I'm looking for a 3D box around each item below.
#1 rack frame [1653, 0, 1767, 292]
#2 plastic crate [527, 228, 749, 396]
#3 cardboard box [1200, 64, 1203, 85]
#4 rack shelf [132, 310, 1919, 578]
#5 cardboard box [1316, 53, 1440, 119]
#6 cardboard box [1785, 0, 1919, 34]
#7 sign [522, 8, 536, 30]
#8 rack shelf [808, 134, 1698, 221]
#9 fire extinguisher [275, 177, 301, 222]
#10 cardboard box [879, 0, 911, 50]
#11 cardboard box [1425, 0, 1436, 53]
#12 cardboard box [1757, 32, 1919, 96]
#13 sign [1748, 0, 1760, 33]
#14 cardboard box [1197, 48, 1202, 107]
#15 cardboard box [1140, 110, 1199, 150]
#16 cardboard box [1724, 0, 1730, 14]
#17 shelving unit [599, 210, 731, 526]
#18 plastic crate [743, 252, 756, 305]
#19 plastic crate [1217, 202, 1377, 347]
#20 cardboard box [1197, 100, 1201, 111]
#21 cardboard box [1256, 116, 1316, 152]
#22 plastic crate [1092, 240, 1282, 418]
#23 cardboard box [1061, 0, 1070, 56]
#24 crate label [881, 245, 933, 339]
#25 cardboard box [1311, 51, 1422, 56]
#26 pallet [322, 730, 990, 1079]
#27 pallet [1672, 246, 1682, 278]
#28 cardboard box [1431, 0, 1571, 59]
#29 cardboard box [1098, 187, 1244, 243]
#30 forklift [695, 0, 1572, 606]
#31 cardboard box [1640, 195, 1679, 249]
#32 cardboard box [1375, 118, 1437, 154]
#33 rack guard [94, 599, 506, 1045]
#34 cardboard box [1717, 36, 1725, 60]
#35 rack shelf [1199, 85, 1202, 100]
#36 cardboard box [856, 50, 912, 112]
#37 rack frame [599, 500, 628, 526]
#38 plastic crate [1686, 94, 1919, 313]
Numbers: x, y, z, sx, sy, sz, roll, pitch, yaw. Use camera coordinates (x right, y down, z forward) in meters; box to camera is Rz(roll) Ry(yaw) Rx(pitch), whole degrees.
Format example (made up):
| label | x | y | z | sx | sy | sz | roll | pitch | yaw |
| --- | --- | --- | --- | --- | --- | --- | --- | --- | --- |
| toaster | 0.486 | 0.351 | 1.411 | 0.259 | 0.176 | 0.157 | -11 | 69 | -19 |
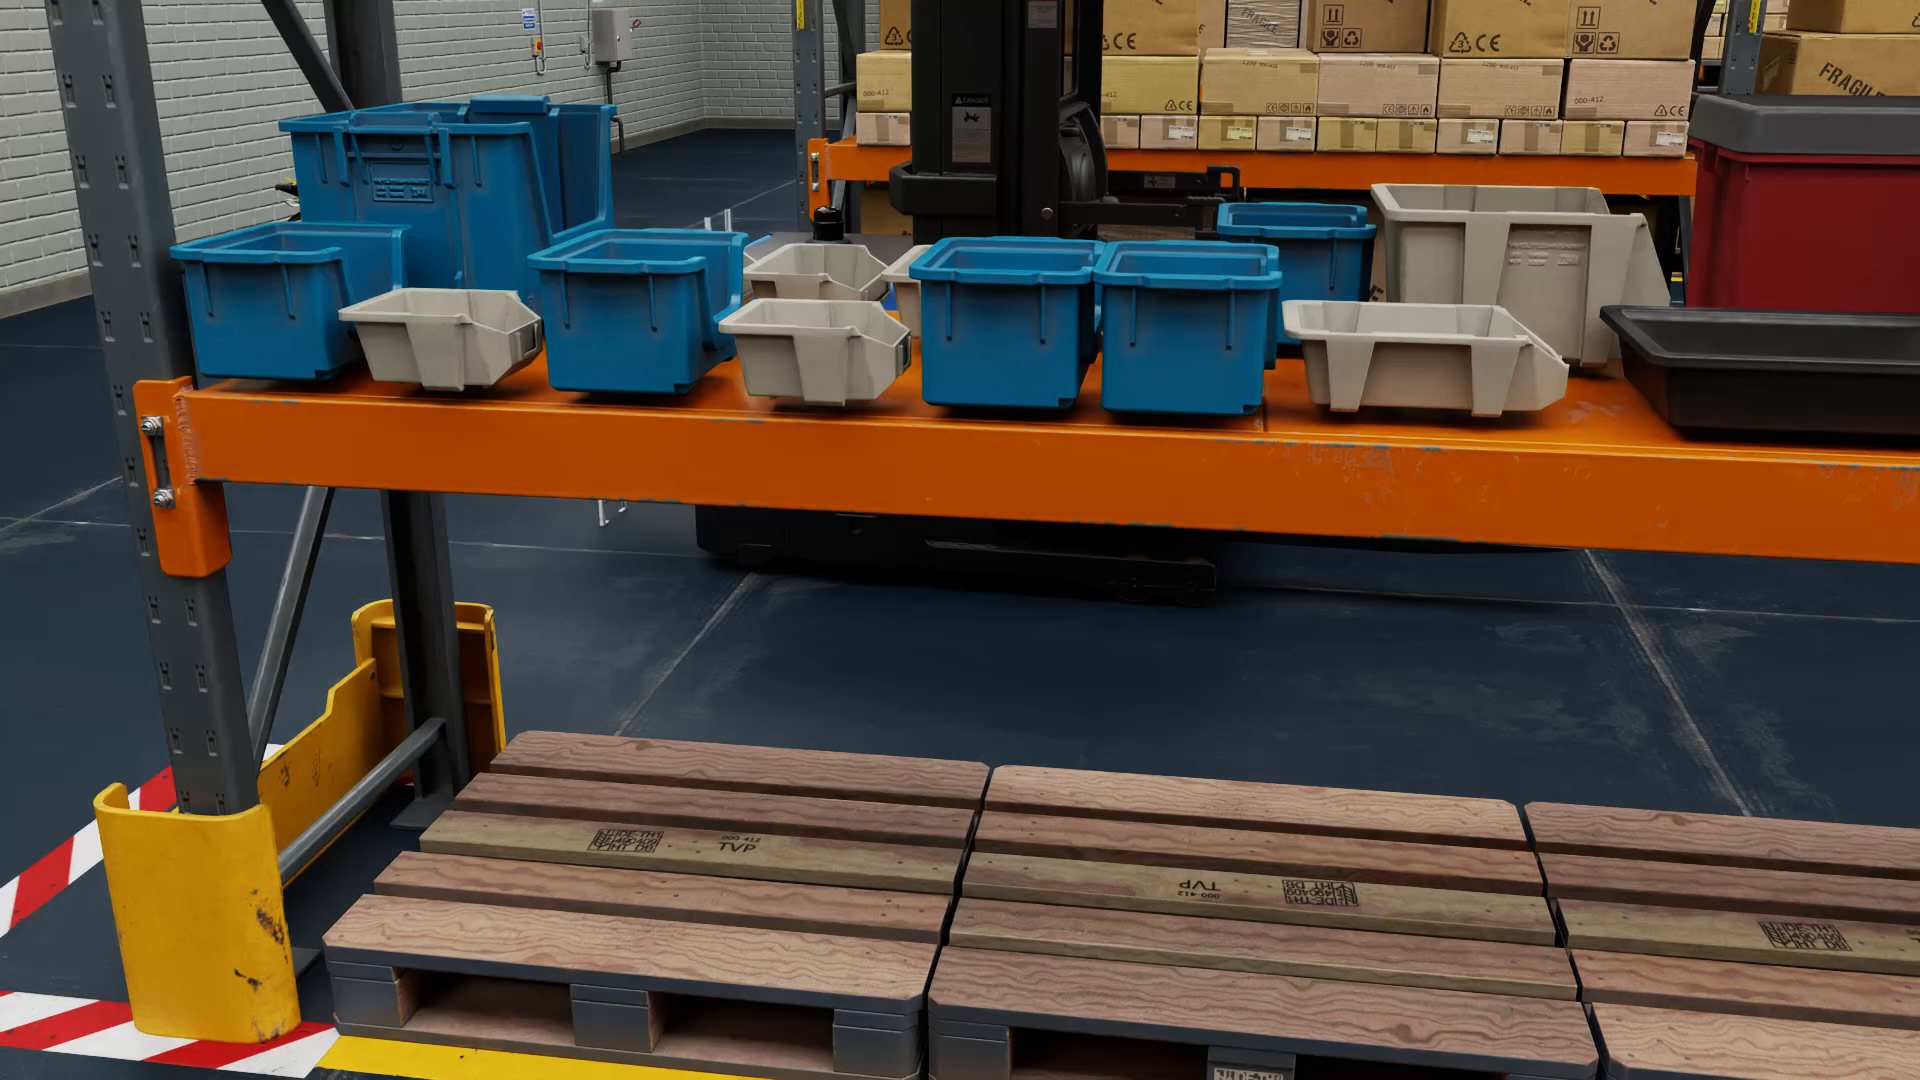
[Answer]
| label | x | y | z | sx | sy | sz | roll | pitch | yaw |
| --- | --- | --- | --- | --- | --- | --- | --- | --- | --- |
| rack frame | 3.332 | -1.961 | 7.437 | 0.127 | 3.000 | 1.000 | 3 | 19 | 9 |
| plastic crate | -0.561 | -0.411 | 2.974 | 0.300 | 0.233 | 0.416 | 3 | 19 | 9 |
| cardboard box | 1.833 | -3.430 | 12.224 | 0.250 | 0.149 | 0.380 | 3 | 19 | 8 |
| rack shelf | 0.572 | -0.169 | 3.215 | 4.000 | 0.370 | 1.077 | 3 | 19 | 9 |
| cardboard box | 1.840 | -2.022 | 7.387 | 0.500 | 0.250 | 0.500 | 3 | 19 | 10 |
| cardboard box | 3.964 | -2.455 | 7.174 | 0.637 | 0.503 | 0.797 | 2 | 19 | 7 |
| sign | -4.684 | -5.660 | 18.065 | 0.001 | 0.218 | 0.327 | 3 | 19 | 9 |
| rack shelf | 1.358 | -1.721 | 7.852 | 4.000 | 0.370 | 1.077 | 3 | 19 | 9 |
| fire extinguisher | -1.479 | -0.547 | 3.921 | 0.183 | 0.674 | 0.296 | 3 | 19 | 9 |
| cardboard box | -0.094 | -2.646 | 8.069 | 0.500 | 0.500 | 0.500 | 3 | 19 | 9 |
| cardboard box | 2.415 | -2.518 | 7.687 | 0.500 | 0.500 | 0.500 | 3 | 19 | 9 |
| cardboard box | 3.747 | -1.907 | 7.118 | 0.500 | 0.500 | 0.500 | 3 | 19 | 9 |
| sign | 3.246 | -2.235 | 6.767 | 0.005 | 0.325 | 0.100 | 3 | 19 | 9 |
| cardboard box | 0.907 | -2.240 | 8.038 | 0.500 | 0.250 | 0.500 | 2 | 19 | 7 |
| cardboard box | 0.951 | -1.858 | 7.525 | 0.250 | 0.149 | 0.380 | 3 | 19 | 8 |
| cardboard box | 5.310 | -3.669 | 11.338 | 0.250 | 0.149 | 0.380 | 3 | 19 | 8 |
| shelving unit | -1.128 | -0.644 | 6.336 | 0.503 | 1.200 | 0.258 | 4 | 19 | 11 |
| plastic crate | -0.569 | -0.530 | 3.480 | 0.243 | 0.136 | 0.396 | 3 | 19 | 9 |
| plastic crate | 0.666 | -0.537 | 3.349 | 0.300 | 0.233 | 0.416 | 3 | 19 | 9 |
| cardboard box | 1.052 | -2.065 | 8.143 | 0.250 | 0.149 | 0.380 | 3 | 19 | 9 |
| cardboard box | 1.459 | -1.832 | 7.448 | 0.250 | 0.149 | 0.380 | 3 | 19 | 10 |
| plastic crate | 0.385 | -0.363 | 2.830 | 0.300 | 0.233 | 0.416 | 3 | 19 | 9 |
| cardboard box | 0.308 | -2.454 | 7.496 | 0.500 | 0.500 | 0.500 | 2 | 19 | 7 |
| crate label | -0.006 | -0.504 | 3.404 | 0.243 | 0.136 | 0.396 | 3 | 19 | 9 |
| cardboard box | 1.907 | -2.188 | 7.882 | 0.500 | 0.250 | 0.500 | 3 | 19 | 10 |
| pallet | -0.594 | 0.765 | 3.683 | 1.213 | 0.211 | 1.003 | 3 | 19 | 9 |
| pallet | 4.988 | -2.149 | 12.393 | 1.213 | 0.211 | 1.003 | 3 | 19 | 9 |
| cardboard box | 2.342 | -2.353 | 7.193 | 0.500 | 0.500 | 0.500 | 3 | 19 | 9 |
| cardboard box | 0.926 | -1.301 | 8.151 | 0.875 | 0.875 | 0.875 | 3 | 19 | 9 |
| forklift | 0.615 | -1.350 | 5.717 | 3.031 | 2.935 | 1.130 | 4 | 19 | 11 |
| cardboard box | 4.906 | -2.403 | 12.037 | 0.500 | 0.500 | 0.500 | 4 | 19 | 11 |
| cardboard box | 1.963 | -1.806 | 7.371 | 0.250 | 0.149 | 0.380 | 3 | 19 | 10 |
| rack guard | -1.428 | 0.577 | 3.789 | 0.348 | 0.500 | 1.175 | 3 | 19 | 9 |
| cardboard box | 5.304 | -3.387 | 11.433 | 0.250 | 0.149 | 0.380 | 3 | 19 | 9 |
| rack shelf | 2.244 | -3.269 | 12.481 | 4.000 | 0.370 | 1.077 | 3 | 19 | 9 |
| cardboard box | -0.186 | -2.124 | 7.690 | 0.500 | 0.250 | 0.500 | 2 | 19 | 7 |
| rack frame | -1.367 | -0.659 | 6.383 | 0.015 | 1.200 | 0.240 | 4 | 19 | 11 |
| plastic crate | 1.705 | -0.592 | 3.149 | 0.583 | 0.464 | 0.402 | 3 | 19 | 9 |
